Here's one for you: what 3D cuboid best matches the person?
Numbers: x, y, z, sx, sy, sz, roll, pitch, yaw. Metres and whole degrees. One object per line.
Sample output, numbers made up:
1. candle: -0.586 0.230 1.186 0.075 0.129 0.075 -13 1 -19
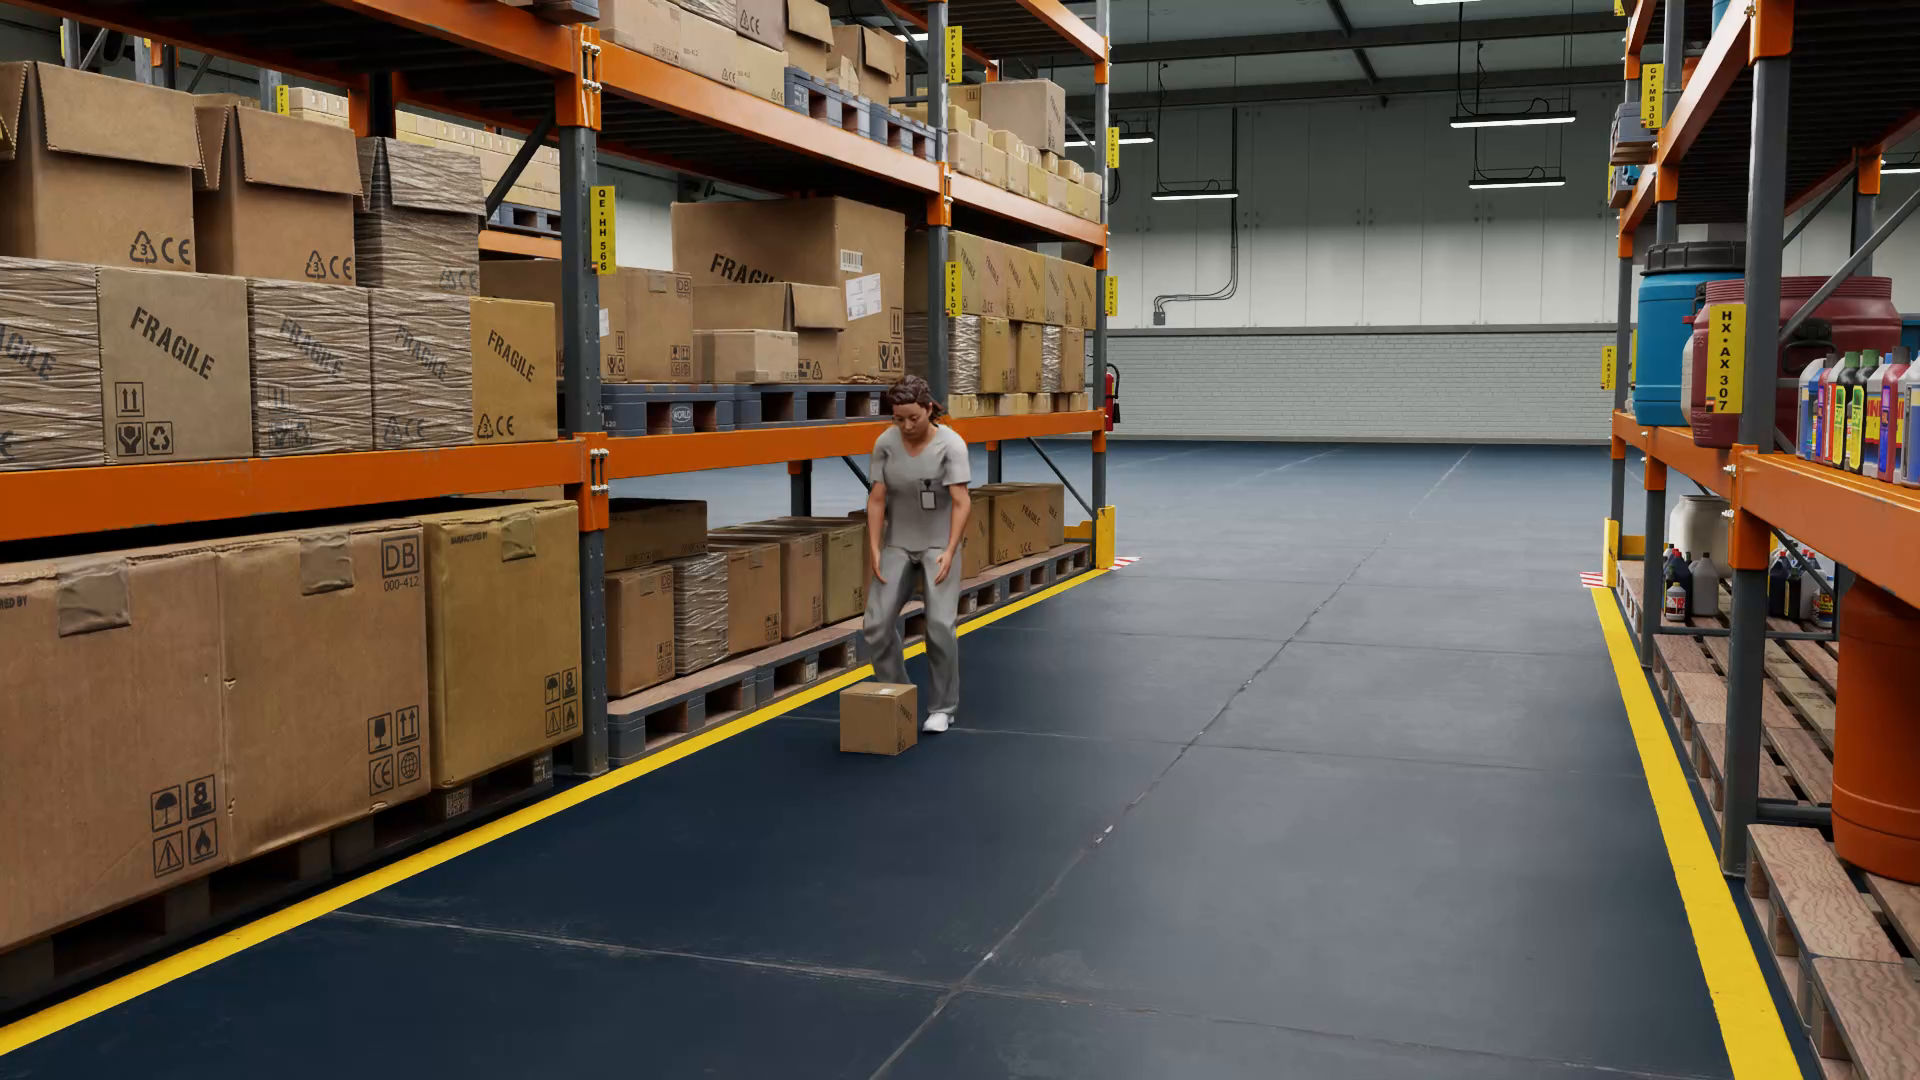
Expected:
1. person: -0.171 0.059 7.271 0.478 1.556 0.489 2 6 20
